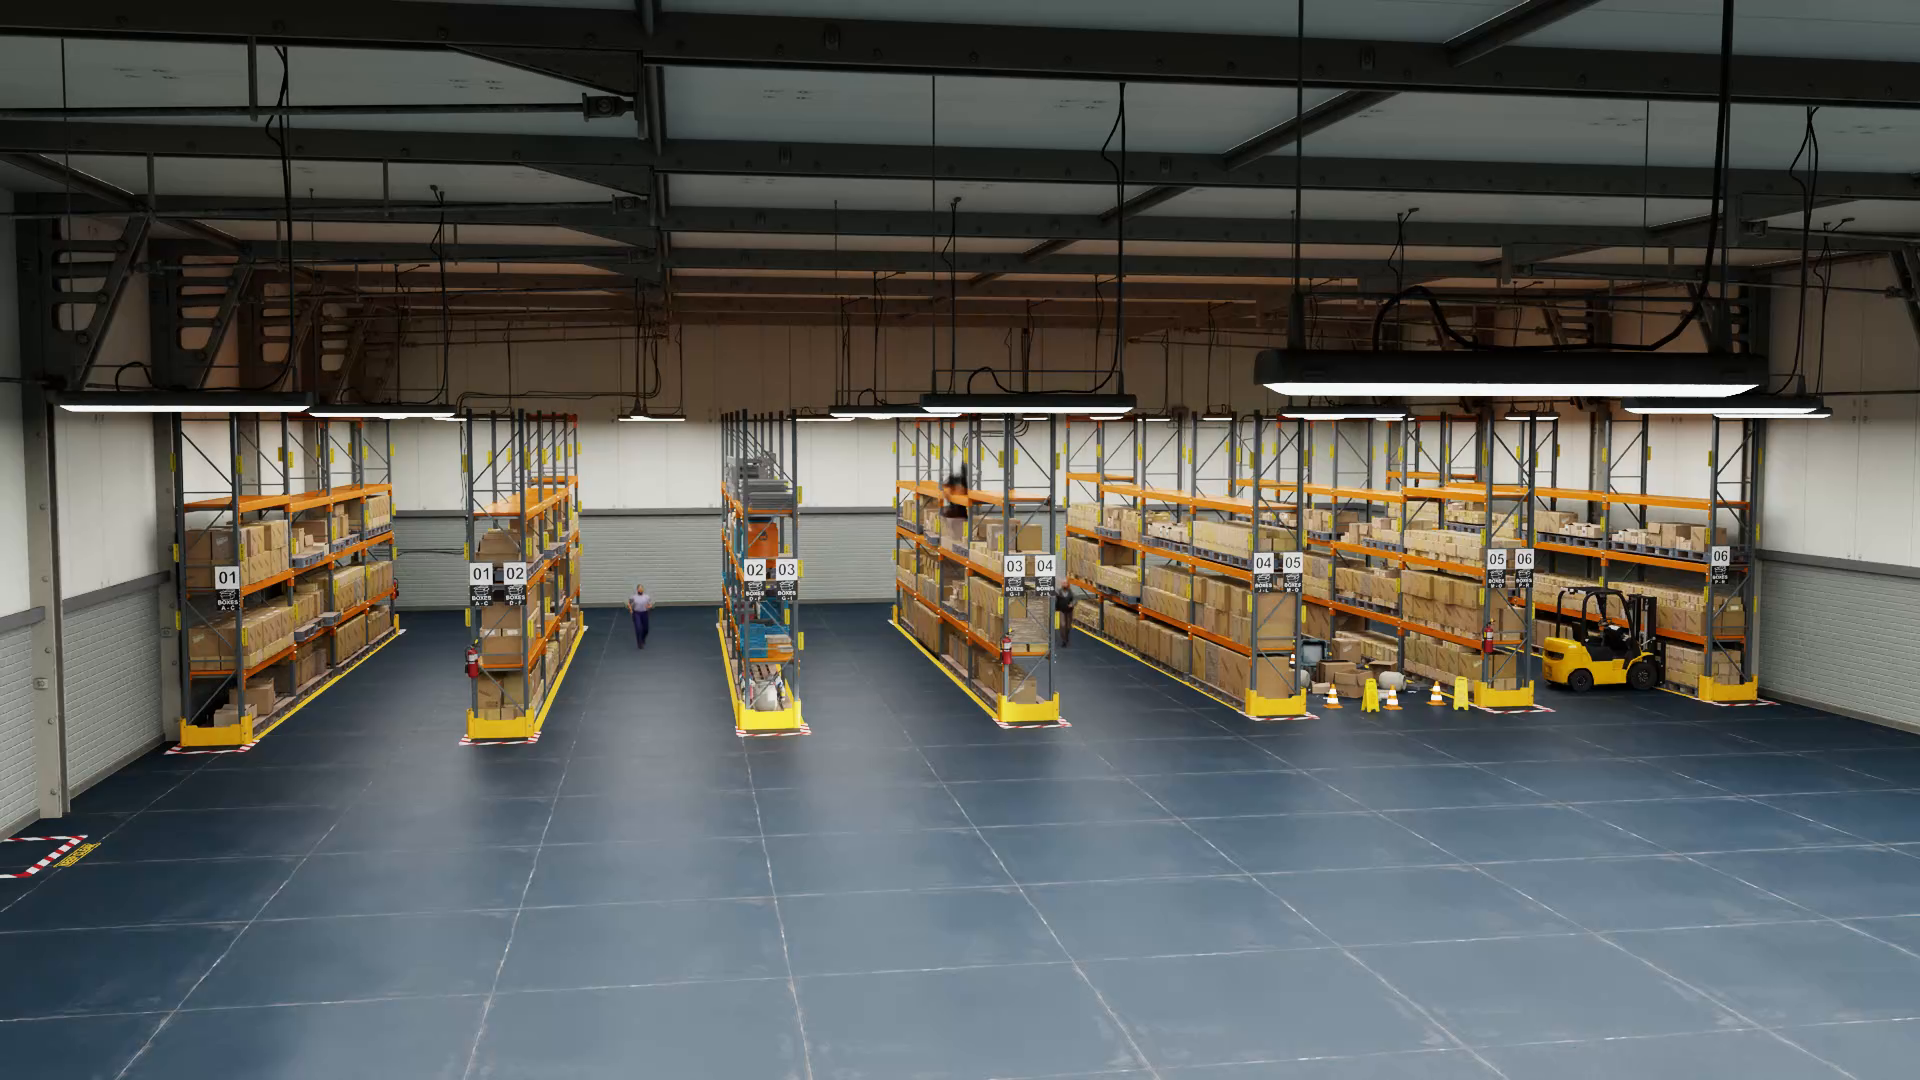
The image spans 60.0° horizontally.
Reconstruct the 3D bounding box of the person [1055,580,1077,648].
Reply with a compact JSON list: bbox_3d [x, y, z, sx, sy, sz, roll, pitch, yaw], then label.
[{"bbox_3d":[2.690,1.876,42.864,0.671,1.727,0.822,0,4,-6],"label":"person"}]

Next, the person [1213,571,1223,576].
[{"bbox_3d":[7.866,1.409,50.753,0.537,1.546,0.554,-1,4,-10],"label":"person"}]

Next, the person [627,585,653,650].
[{"bbox_3d":[-8.157,1.946,42.452,0.618,1.619,0.878,-2,4,-21],"label":"person"}]
